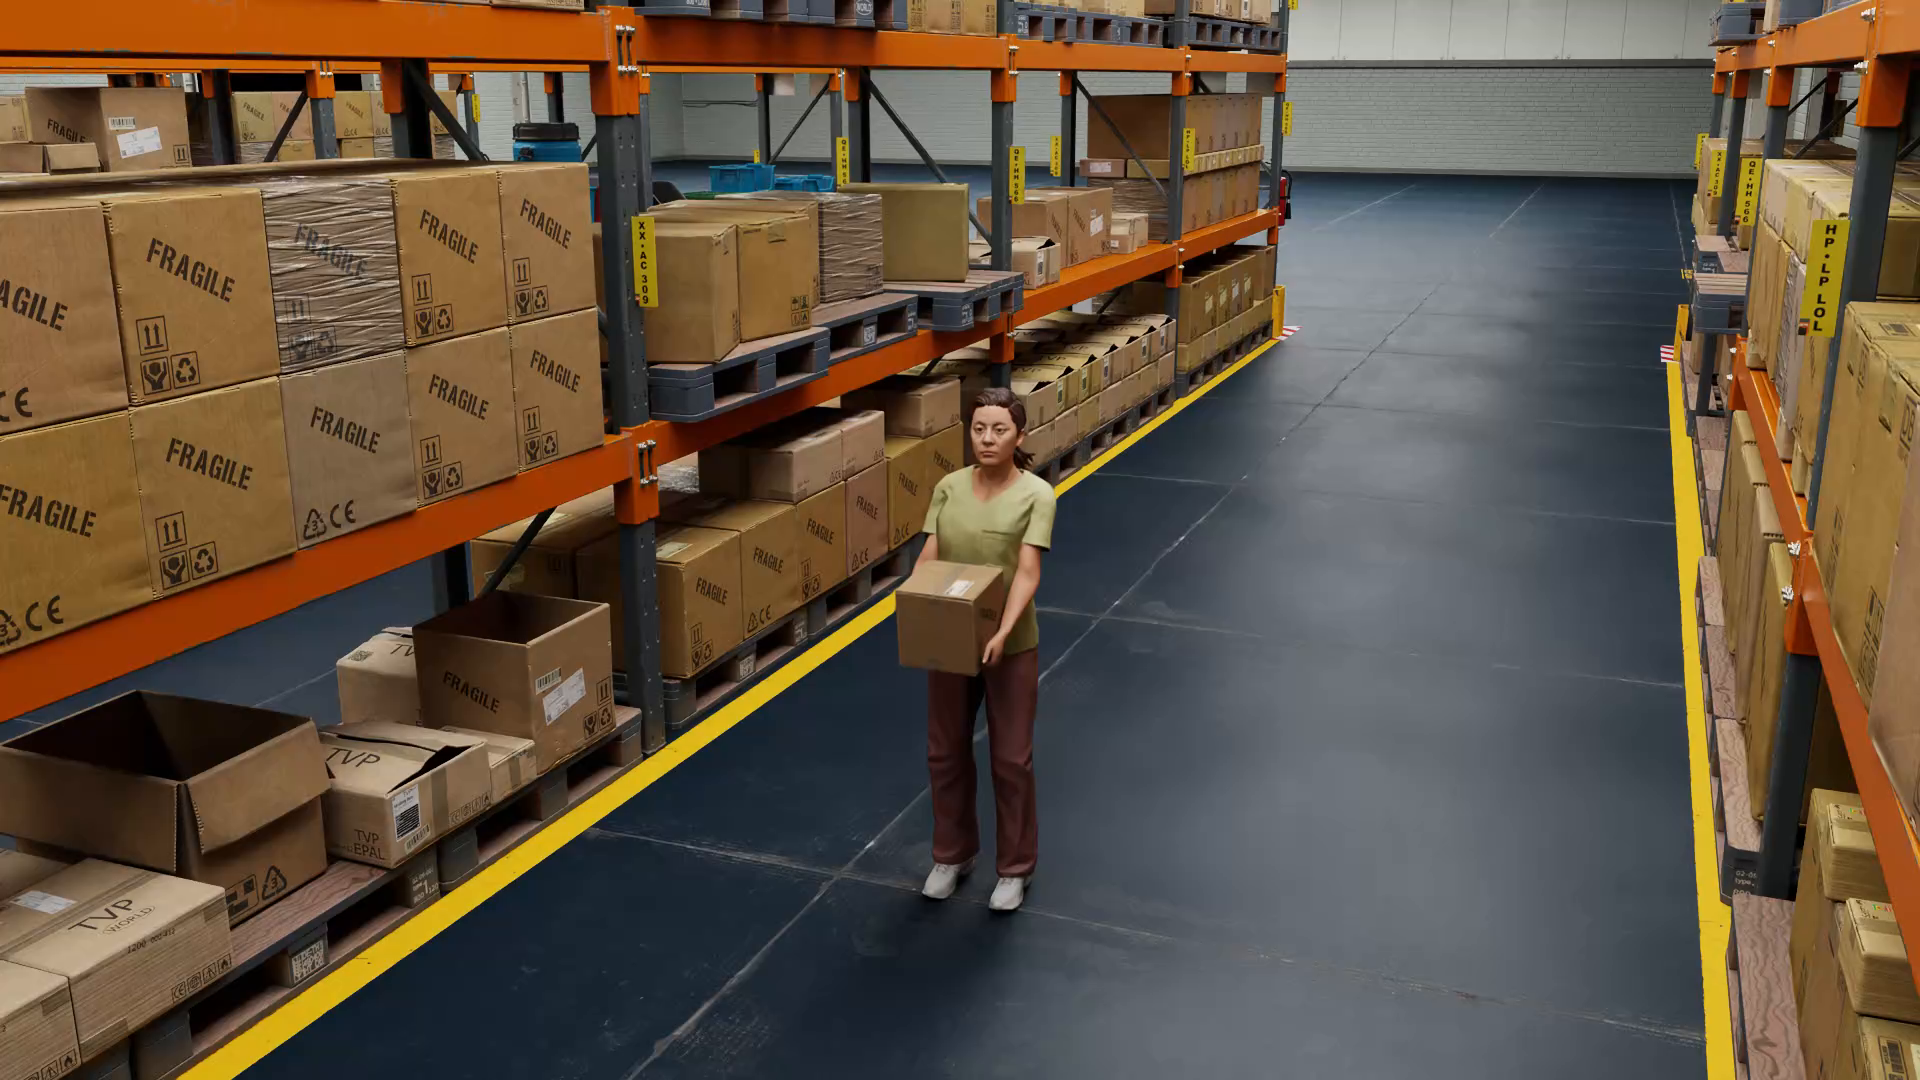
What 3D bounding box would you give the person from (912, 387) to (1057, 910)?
[{"bbox_3d":[0.056,0.361,5.247,0.426,1.665,0.549,6,17,22],"label":"person"}]
